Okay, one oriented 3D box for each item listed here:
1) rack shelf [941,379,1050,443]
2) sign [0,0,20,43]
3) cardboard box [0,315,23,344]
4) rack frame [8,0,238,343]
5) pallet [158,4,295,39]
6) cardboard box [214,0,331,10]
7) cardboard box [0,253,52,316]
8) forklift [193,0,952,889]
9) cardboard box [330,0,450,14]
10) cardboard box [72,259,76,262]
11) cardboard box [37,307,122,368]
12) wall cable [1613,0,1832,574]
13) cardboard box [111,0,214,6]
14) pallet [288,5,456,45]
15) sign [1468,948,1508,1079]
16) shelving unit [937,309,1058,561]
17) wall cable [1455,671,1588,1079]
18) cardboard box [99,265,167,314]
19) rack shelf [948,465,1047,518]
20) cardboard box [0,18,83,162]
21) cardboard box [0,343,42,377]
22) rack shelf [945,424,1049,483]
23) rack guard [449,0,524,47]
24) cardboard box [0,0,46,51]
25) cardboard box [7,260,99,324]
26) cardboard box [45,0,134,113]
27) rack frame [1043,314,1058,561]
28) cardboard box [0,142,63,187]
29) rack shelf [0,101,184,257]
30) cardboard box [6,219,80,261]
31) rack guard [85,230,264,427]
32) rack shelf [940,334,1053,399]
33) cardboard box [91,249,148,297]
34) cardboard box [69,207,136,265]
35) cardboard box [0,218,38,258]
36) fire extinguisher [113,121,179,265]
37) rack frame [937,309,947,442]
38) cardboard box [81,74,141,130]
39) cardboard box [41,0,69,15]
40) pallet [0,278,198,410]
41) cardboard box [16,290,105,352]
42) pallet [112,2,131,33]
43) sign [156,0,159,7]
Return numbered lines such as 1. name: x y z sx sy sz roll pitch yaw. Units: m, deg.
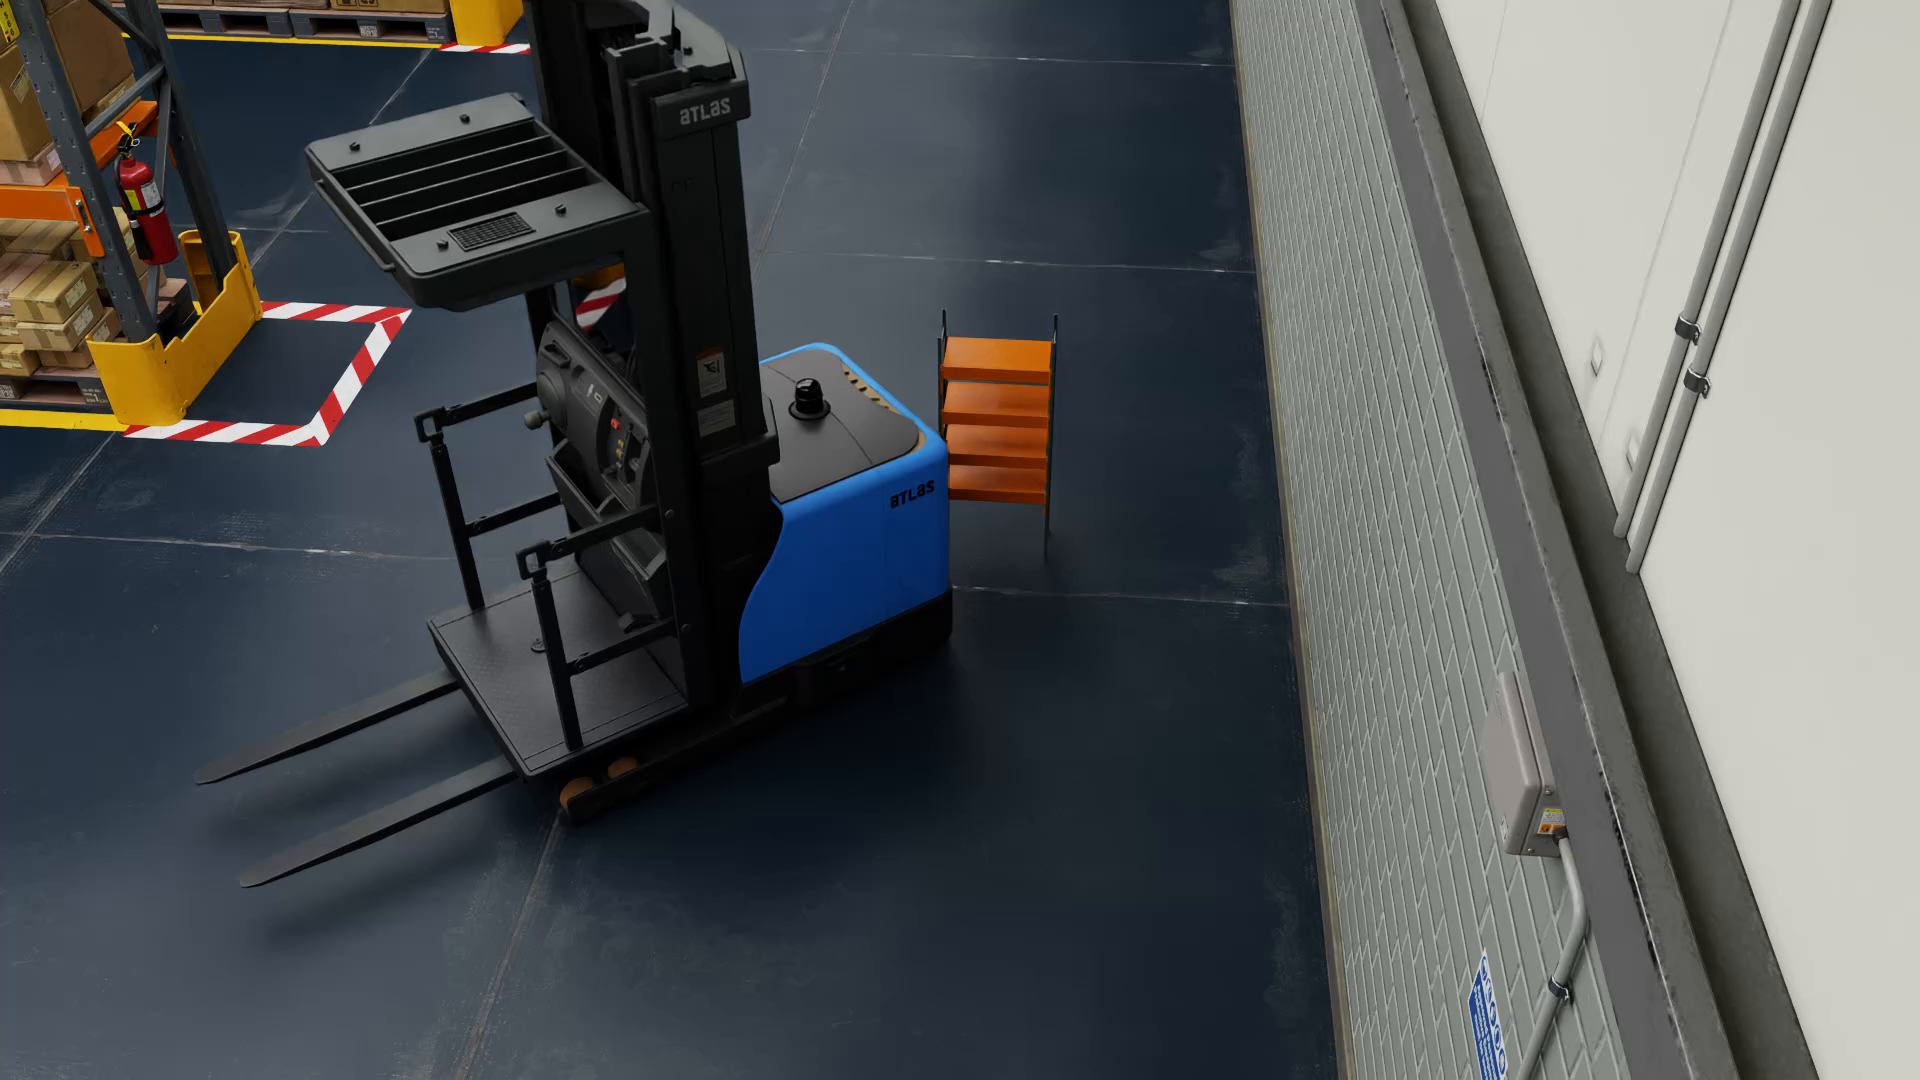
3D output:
1. rack shelf: 0.165 -0.578 7.432 0.480 0.148 0.258 3 39 4
2. sign: -4.188 -2.346 7.259 0.005 0.325 0.100 3 39 4
3. cardboard box: -4.926 -1.193 8.700 0.250 0.149 0.380 2 39 3
4. rack frame: -4.120 -2.123 8.152 0.127 3.000 1.000 3 39 4
5. pallet: -5.607 -4.218 12.935 1.213 0.211 1.003 3 39 4
6. cardboard box: -5.142 -4.610 12.558 0.875 0.875 0.875 3 39 4
7. cardboard box: -4.915 -1.330 8.633 0.250 0.149 0.380 4 39 5
8. forklift: -1.538 -0.418 6.112 3.031 2.935 1.130 -23 45 -26
9. cardboard box: -4.236 -4.560 12.497 0.875 0.875 0.875 3 39 4
10. cardboard box: -4.888 -1.536 9.121 0.250 0.149 0.380 3 39 4
11. cardboard box: -4.662 -1.077 8.794 0.250 0.149 0.380 4 39 5
12. wall cable: 1.245 -1.198 2.264 0.029 3.000 0.463 3 39 4
13. cardboard box: -6.029 -4.658 12.617 0.875 0.875 0.875 3 39 4
14. pallet: -4.395 -4.149 12.851 1.213 0.211 1.003 3 39 4
15. sign: 1.239 1.157 3.909 0.001 0.218 0.327 3 39 4
16. shelving unit: 0.165 -0.456 7.531 0.503 1.200 0.258 3 39 4
17. wall cable: 1.173 0.882 3.631 0.123 1.953 0.585 3 39 4
18. cardboard box: -4.614 -1.410 9.202 0.250 0.149 0.380 4 39 5
19. rack shelf: 0.165 -0.250 7.698 0.480 0.148 0.258 3 39 4
20. cardboard box: -4.590 -2.139 7.858 0.500 0.500 0.500 4 39 5
21. cardboard box: -4.927 -1.028 8.733 0.250 0.149 0.380 4 39 5
22. rack shelf: 0.165 -0.404 7.573 0.480 0.148 0.258 3 39 4
23. rack guard: -3.567 -4.266 12.765 0.348 0.500 1.175 3 39 4
24. cardboard box: -4.597 -2.533 7.550 0.500 0.500 0.500 2 39 3
25. cardboard box: -4.669 -1.280 8.571 0.250 0.149 0.380 4 39 4
26. cardboard box: -4.543 -2.475 8.270 0.500 0.500 0.500 5 39 6
27. rack frame: 0.408 -0.443 7.514 0.015 1.200 0.240 3 39 4
28. cardboard box: -4.469 -1.865 8.035 0.250 0.149 0.380 3 39 4
29. rack shelf: -6.112 -1.953 8.513 4.000 0.370 1.077 3 39 4
30. cardboard box: -4.898 -1.592 8.955 0.250 0.149 0.380 4 39 5
31. rack guard: -4.196 -1.157 8.946 0.348 0.500 1.175 3 39 4
32. rack shelf: 0.165 -0.761 7.283 0.480 0.148 0.258 3 39 4
33. cardboard box: -4.620 -1.485 9.059 0.250 0.149 0.380 5 39 6
34. cardboard box: -4.613 -1.653 9.029 0.250 0.149 0.380 1 39 2
35. cardboard box: -5.138 -1.687 9.071 0.250 0.149 0.380 3 39 4
36. fire extinguisher: -3.909 -1.644 7.921 0.183 0.674 0.296 3 39 4
37. rack frame: -0.078 -0.470 7.547 0.015 1.200 0.240 3 39 4
38. cardboard box: -4.414 -2.249 8.506 0.250 0.149 0.380 3 39 3
39. cardboard box: -4.544 -2.856 7.946 0.500 0.500 0.500 3 39 4
40. pallet: -5.002 -1.112 9.119 1.213 0.211 1.003 3 39 4
41. cardboard box: -4.670 -1.145 8.641 0.250 0.149 0.380 2 39 3
42. pallet: -6.825 -4.282 13.014 1.213 0.211 1.003 3 39 4
43. sign: -4.073 -2.800 8.298 0.005 0.325 0.100 3 39 4
